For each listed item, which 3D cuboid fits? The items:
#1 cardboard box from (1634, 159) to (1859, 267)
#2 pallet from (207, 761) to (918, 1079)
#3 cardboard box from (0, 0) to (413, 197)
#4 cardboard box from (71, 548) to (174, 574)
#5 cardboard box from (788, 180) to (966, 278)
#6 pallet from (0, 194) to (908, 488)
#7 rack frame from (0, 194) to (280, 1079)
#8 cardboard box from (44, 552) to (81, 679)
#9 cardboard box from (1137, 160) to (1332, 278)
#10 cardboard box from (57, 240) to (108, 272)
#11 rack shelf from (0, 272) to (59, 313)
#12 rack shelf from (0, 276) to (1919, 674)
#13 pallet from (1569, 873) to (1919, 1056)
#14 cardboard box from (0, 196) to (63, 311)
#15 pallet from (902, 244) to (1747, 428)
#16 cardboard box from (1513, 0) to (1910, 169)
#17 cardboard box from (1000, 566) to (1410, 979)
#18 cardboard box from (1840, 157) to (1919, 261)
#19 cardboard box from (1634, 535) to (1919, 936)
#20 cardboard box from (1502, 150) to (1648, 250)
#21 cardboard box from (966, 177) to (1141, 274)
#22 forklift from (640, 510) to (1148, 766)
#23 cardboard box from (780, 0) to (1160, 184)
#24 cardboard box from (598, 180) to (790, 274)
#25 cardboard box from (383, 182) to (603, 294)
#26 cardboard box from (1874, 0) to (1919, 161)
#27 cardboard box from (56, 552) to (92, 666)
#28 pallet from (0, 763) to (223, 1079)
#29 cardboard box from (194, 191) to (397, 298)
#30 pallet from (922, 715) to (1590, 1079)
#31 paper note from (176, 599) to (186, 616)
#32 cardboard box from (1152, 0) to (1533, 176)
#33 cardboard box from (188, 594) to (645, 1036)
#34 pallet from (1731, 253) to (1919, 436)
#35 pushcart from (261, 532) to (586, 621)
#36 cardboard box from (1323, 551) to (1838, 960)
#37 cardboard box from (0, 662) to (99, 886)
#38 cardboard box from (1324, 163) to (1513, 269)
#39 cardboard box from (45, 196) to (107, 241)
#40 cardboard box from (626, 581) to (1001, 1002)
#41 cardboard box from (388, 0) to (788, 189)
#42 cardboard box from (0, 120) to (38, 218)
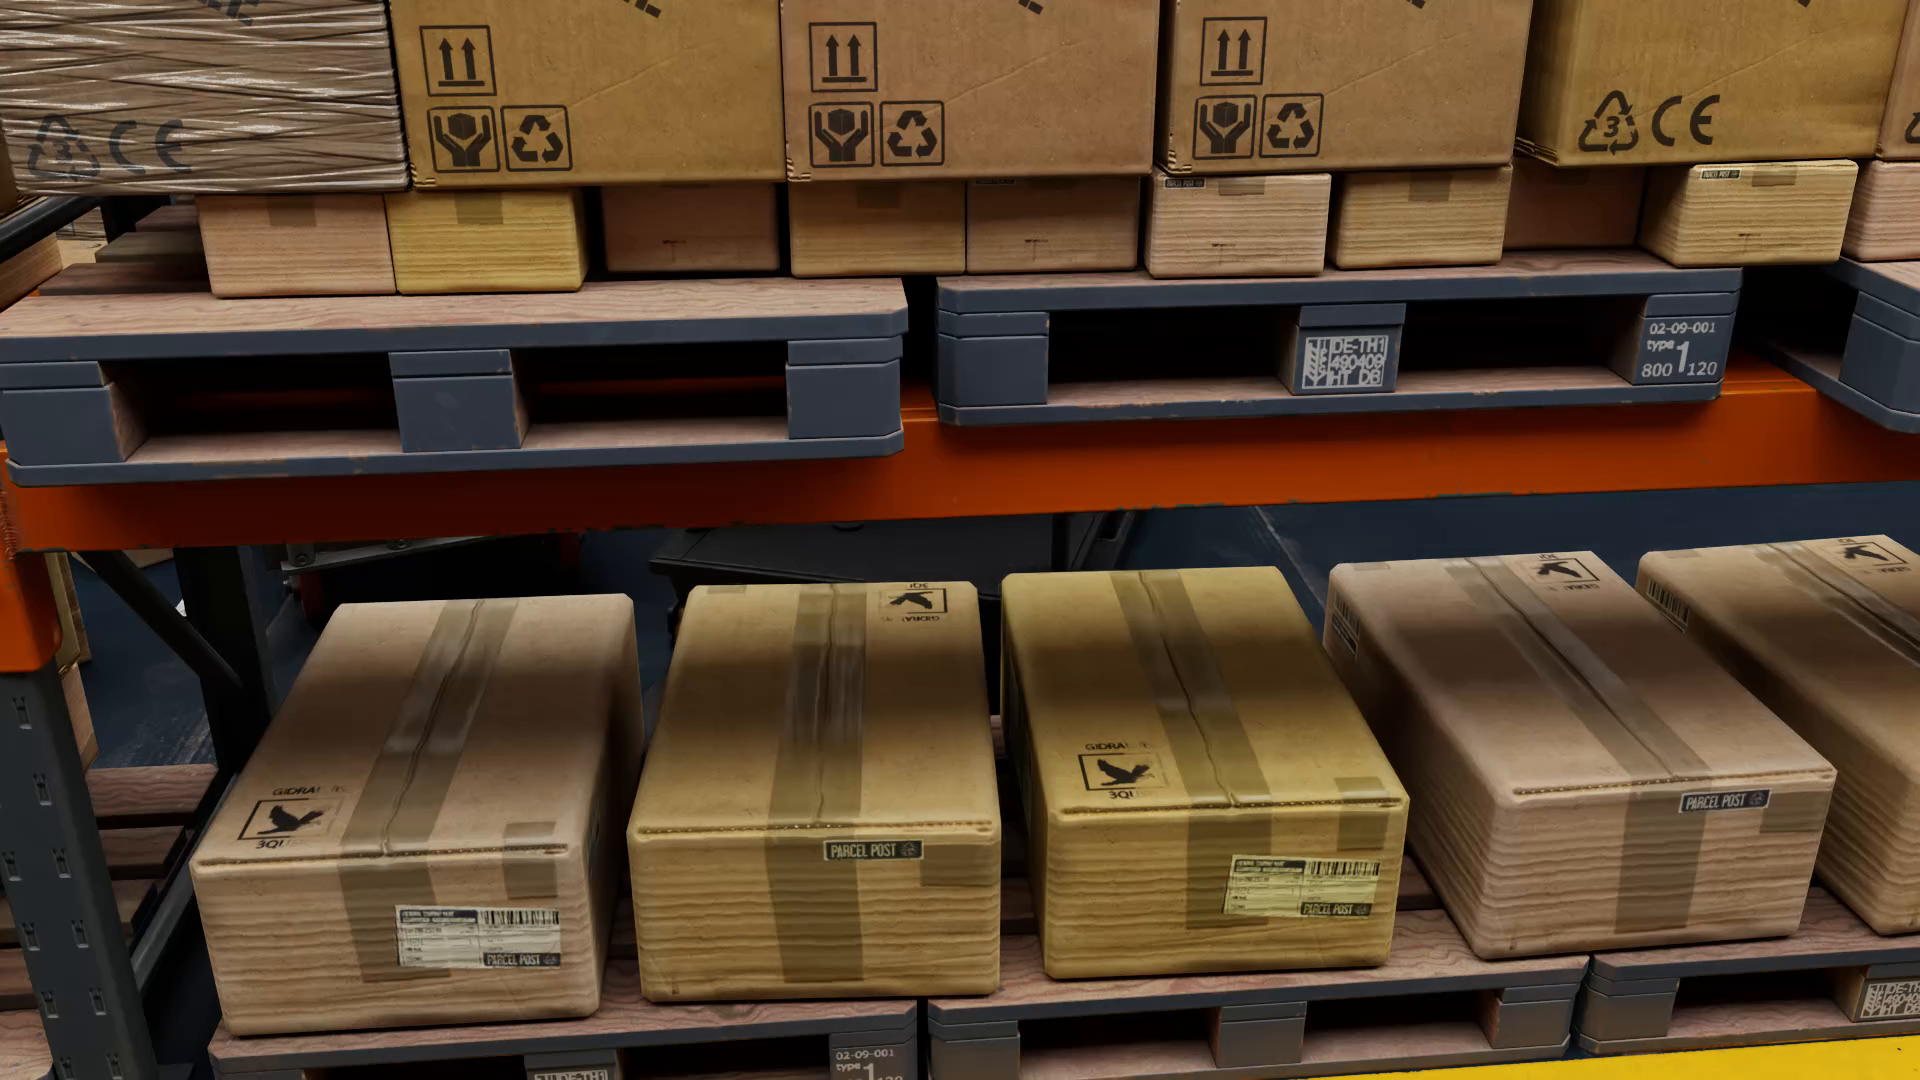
[{"bbox_3d":[1.152,-0.544,2.573,0.250,0.149,0.380,-2,24,-4],"label":"cardboard box"},{"bbox_3d":[-0.721,0.735,3.335,1.213,0.211,1.003,-2,24,-5],"label":"pallet"},{"bbox_3d":[-1.001,-0.783,2.313,0.500,0.500,0.500,-2,24,-4],"label":"cardboard box"},{"bbox_3d":[-2.518,-0.093,5.132,0.258,0.266,0.396,22,32,40],"label":"cardboard box"},{"bbox_3d":[-0.131,-0.521,2.520,0.250,0.149,0.380,-2,24,-4],"label":"cardboard box"},{"bbox_3d":[-0.721,-0.391,2.673,1.213,0.211,1.003,-2,24,-5],"label":"pallet"},{"bbox_3d":[-1.496,-0.507,2.698,0.127,3.000,1.000,-2,24,-5],"label":"rack frame"},{"bbox_3d":[-2.110,0.129,3.211,0.500,0.500,0.500,-1,24,-3],"label":"cardboard box"},{"bbox_3d":[0.385,-0.519,2.518,0.250,0.149,0.380,-1,24,-3],"label":"cardboard box"},{"bbox_3d":[-3.527,-0.886,6.625,0.500,0.500,0.500,2,24,4],"label":"cardboard box"},{"bbox_3d":[-3.486,-0.099,2.664,4.000,0.370,1.077,-2,24,-5],"label":"rack shelf"},{"bbox_3d":[0.494,-0.258,3.023,4.000,0.370,1.077,-2,24,-5],"label":"rack shelf"},{"bbox_3d":[1.707,0.638,3.555,1.213,0.211,1.003,-2,24,-5],"label":"pallet"},{"bbox_3d":[-1.841,-0.509,3.012,0.250,0.149,0.380,-2,24,-5],"label":"cardboard box"},{"bbox_3d":[0.519,-0.484,2.881,1.213,0.211,1.003,-2,24,-5],"label":"pallet"},{"bbox_3d":[1.044,-0.864,2.495,0.500,0.500,0.500,-4,24,-9],"label":"cardboard box"},{"bbox_3d":[0.433,0.421,3.327,0.625,0.372,0.950,-2,24,-3],"label":"cardboard box"},{"bbox_3d":[1.424,-0.561,2.611,0.250,0.149,0.380,-3,24,-8],"label":"cardboard box"},{"bbox_3d":[1.921,0.361,3.464,0.625,0.372,0.950,-4,24,-9],"label":"cardboard box"},{"bbox_3d":[0.889,-0.585,2.665,0.250,0.149,0.380,-2,24,-5],"label":"cardboard box"},{"bbox_3d":[0.115,-0.530,2.541,0.250,0.149,0.380,-2,24,-5],"label":"cardboard box"},{"bbox_3d":[-0.160,-1.092,4.099,1.130,2.935,3.031,6,25,13],"label":"forklift"},{"bbox_3d":[-0.009,-0.818,2.391,0.500,0.500,0.500,-2,24,-5],"label":"cardboard box"},{"bbox_3d":[-0.391,-0.527,2.535,0.250,0.149,0.380,-1,24,-2],"label":"cardboard box"},{"bbox_3d":[-0.665,-0.485,2.440,0.250,0.149,0.380,-2,24,-4],"label":"cardboard box"},{"bbox_3d":[1.546,-0.885,2.541,0.500,0.500,0.500,-3,24,-6],"label":"cardboard box"},{"bbox_3d":[-2.696,0.127,4.346,0.500,0.500,0.500,16,28,31],"label":"cardboard box"},{"bbox_3d":[-2.161,0.808,3.172,1.213,0.211,1.003,-2,24,-5],"label":"pallet"},{"bbox_3d":[-0.915,-0.479,2.426,0.250,0.149,0.380,-2,24,-4],"label":"cardboard box"},{"bbox_3d":[0.496,0.685,3.448,1.213,0.211,1.003,-2,24,-5],"label":"pallet"},{"bbox_3d":[-2.191,0.181,4.805,0.142,0.019,0.148,-2,24,-5],"label":"paper note"},{"bbox_3d":[0.501,-0.843,2.446,0.500,0.500,0.500,-3,24,-7],"label":"cardboard box"},{"bbox_3d":[-0.974,0.480,3.196,0.625,0.372,0.950,-2,24,-4],"label":"cardboard box"},{"bbox_3d":[1.786,-0.508,2.935,1.003,0.211,1.213,-2,24,-5],"label":"pallet"},{"bbox_3d":[-1.770,-0.228,5.299,0.936,0.377,1.648,-11,26,-23],"label":"pushcart"},{"bbox_3d":[1.188,0.393,3.390,0.625,0.372,0.950,-3,24,-6],"label":"cardboard box"},{"bbox_3d":[-2.110,0.472,3.363,0.500,0.250,0.500,-3,24,-8],"label":"cardboard box"},{"bbox_3d":[0.647,-0.542,2.568,0.250,0.149,0.380,-3,24,-7],"label":"cardboard box"},{"bbox_3d":[-3.612,-1.690,7.459,0.875,0.875,0.875,-2,24,-5],"label":"cardboard box"},{"bbox_3d":[-0.259,0.450,3.263,0.625,0.372,0.950,-1,24,-2],"label":"cardboard box"},{"bbox_3d":[-0.503,-0.804,2.359,0.500,0.500,0.500,-2,24,-5],"label":"cardboard box"},{"bbox_3d":[-1.961,-0.784,2.831,0.500,0.500,0.500,-2,24,-5],"label":"cardboard box"}]
